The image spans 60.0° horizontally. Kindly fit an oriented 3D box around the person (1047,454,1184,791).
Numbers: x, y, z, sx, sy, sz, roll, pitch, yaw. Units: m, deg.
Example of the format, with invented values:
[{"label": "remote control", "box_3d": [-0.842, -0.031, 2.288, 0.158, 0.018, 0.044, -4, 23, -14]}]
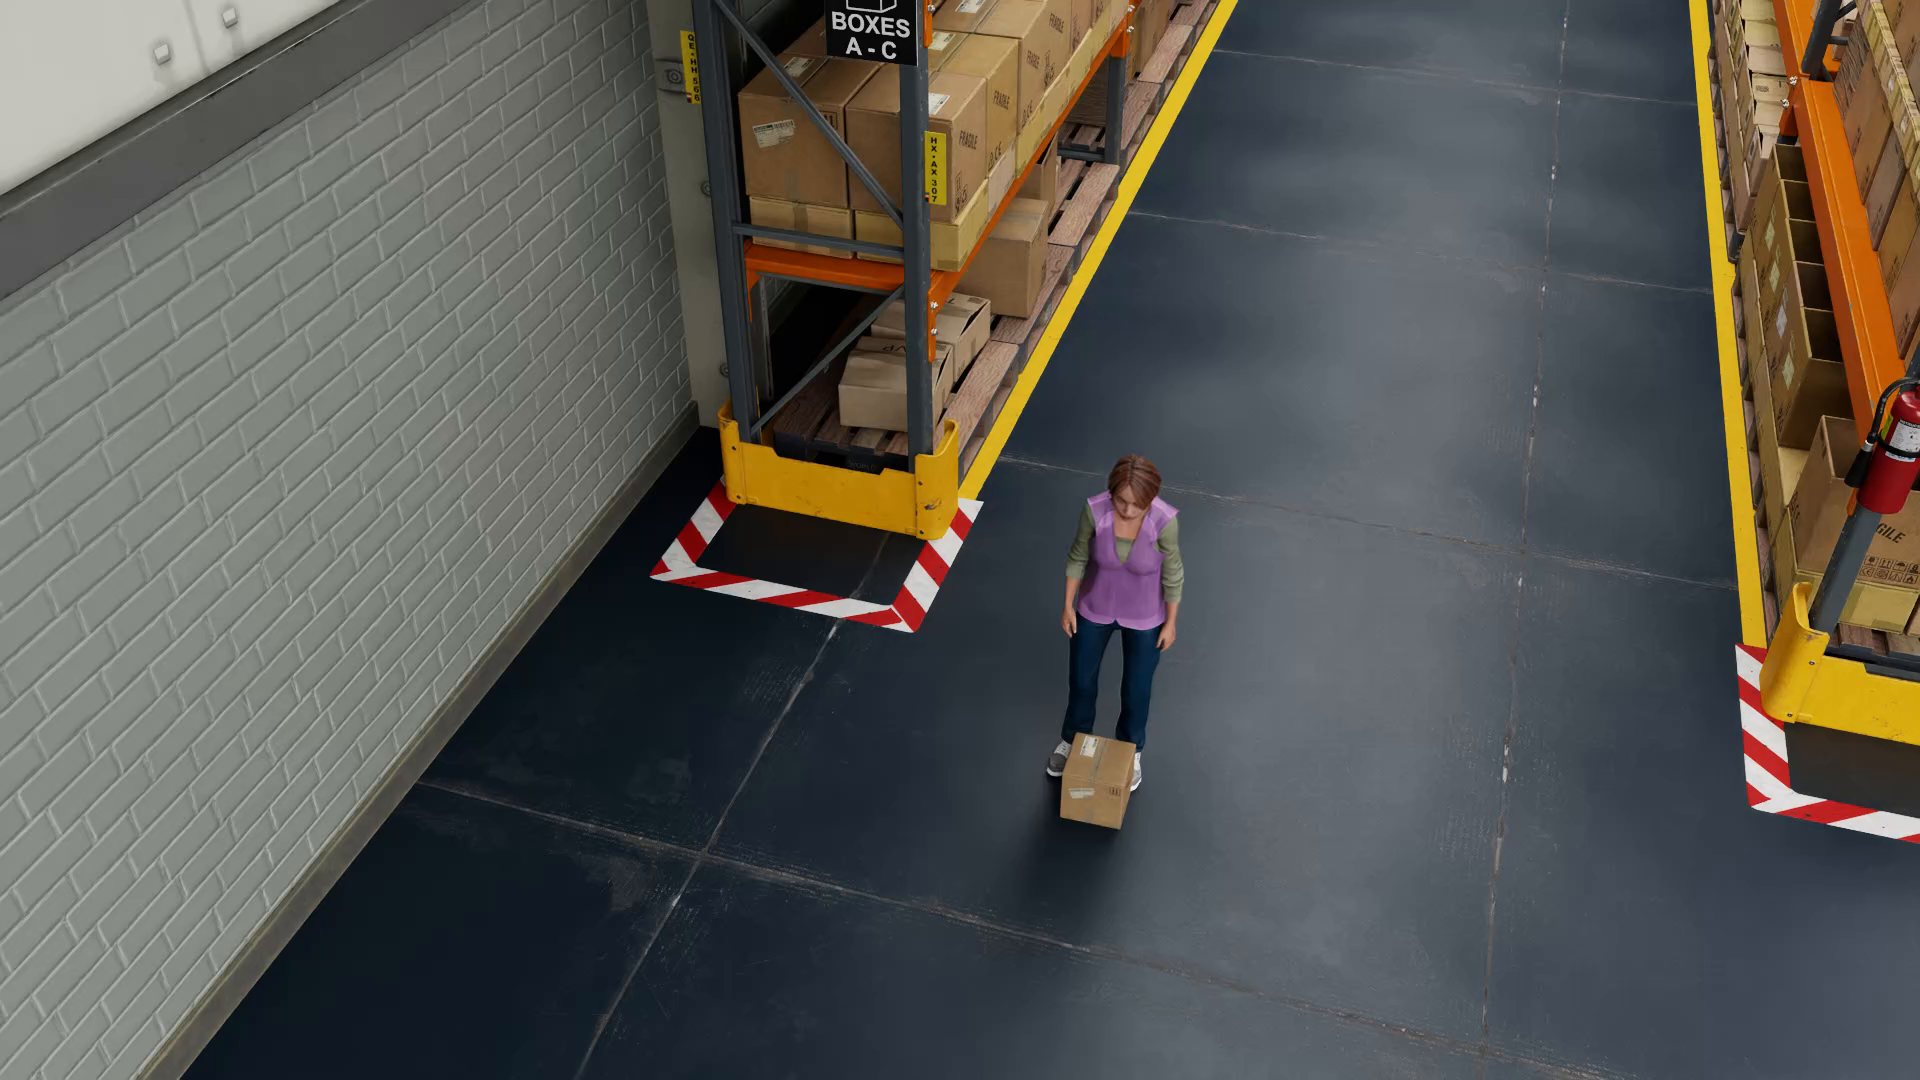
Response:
[{"label": "person", "box_3d": [0.620, 0.302, 6.506, 0.474, 1.591, 0.346, 9, 38, 11]}]
